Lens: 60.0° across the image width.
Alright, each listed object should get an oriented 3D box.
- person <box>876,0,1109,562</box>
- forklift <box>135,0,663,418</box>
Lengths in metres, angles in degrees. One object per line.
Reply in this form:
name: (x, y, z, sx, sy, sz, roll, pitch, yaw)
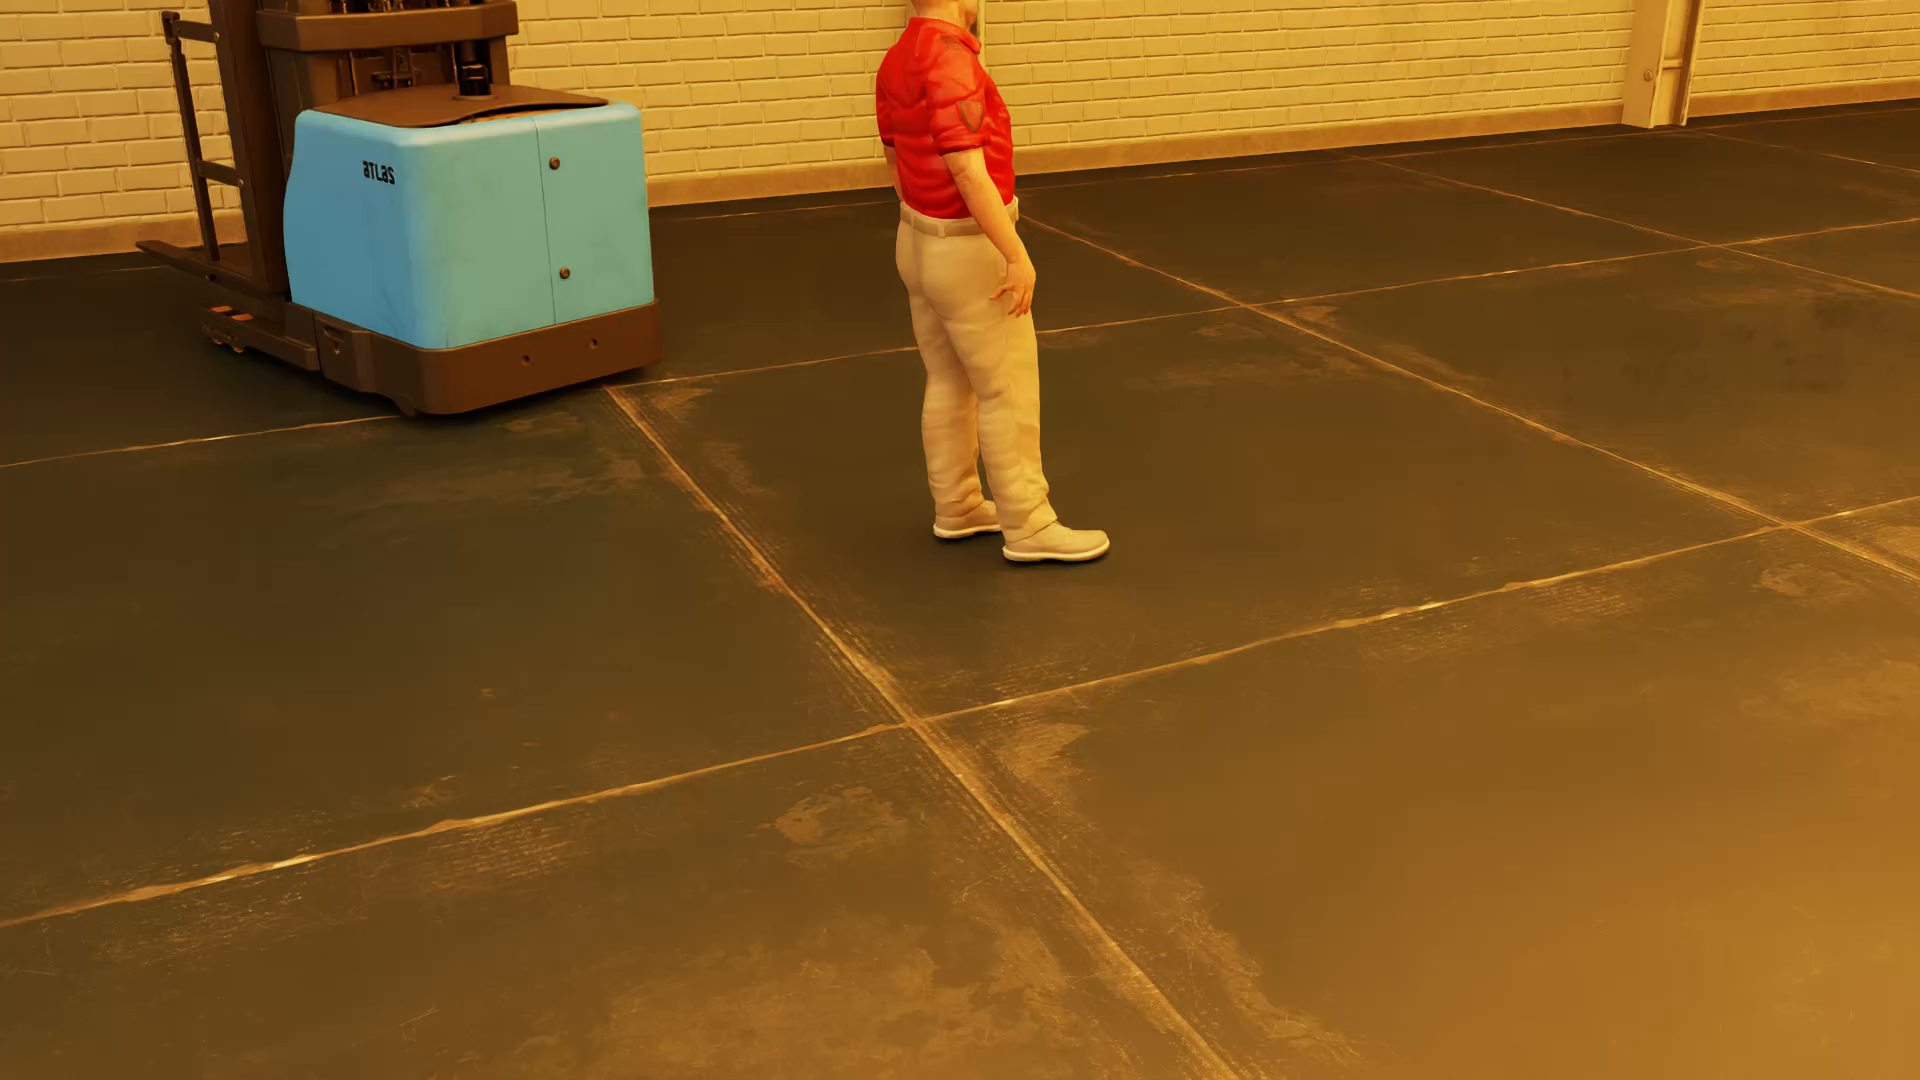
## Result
person: (0.086, -0.816, 4.798, 0.550, 1.728, 0.641, -10, 25, -23)
forklift: (-2.611, -2.266, 6.741, 3.031, 2.935, 1.130, 20, 30, 39)
